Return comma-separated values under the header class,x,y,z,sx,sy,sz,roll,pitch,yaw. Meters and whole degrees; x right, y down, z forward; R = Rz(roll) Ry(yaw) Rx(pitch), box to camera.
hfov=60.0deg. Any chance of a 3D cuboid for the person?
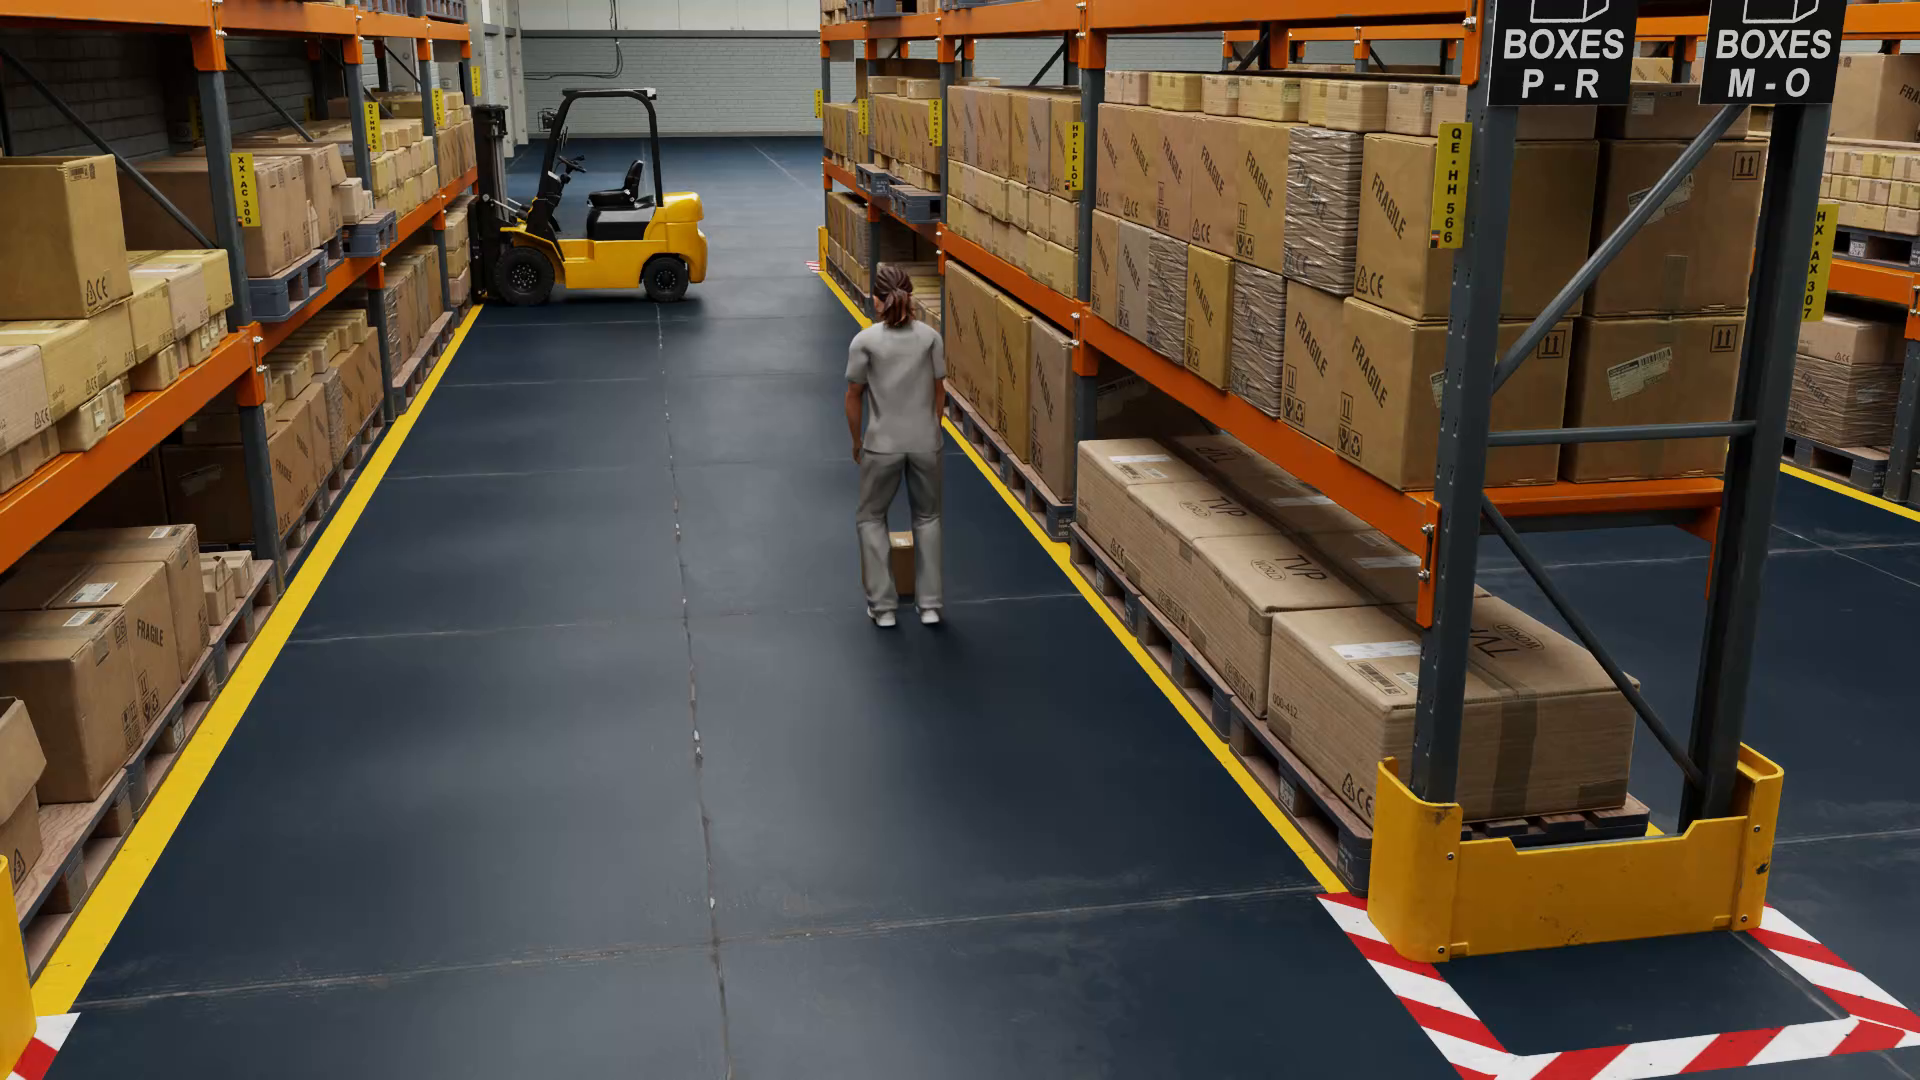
class,x,y,z,sx,sy,sz,roll,pitch,yaw
person,-0.288,-0.411,7.538,0.461,1.629,0.387,-3,17,-9
